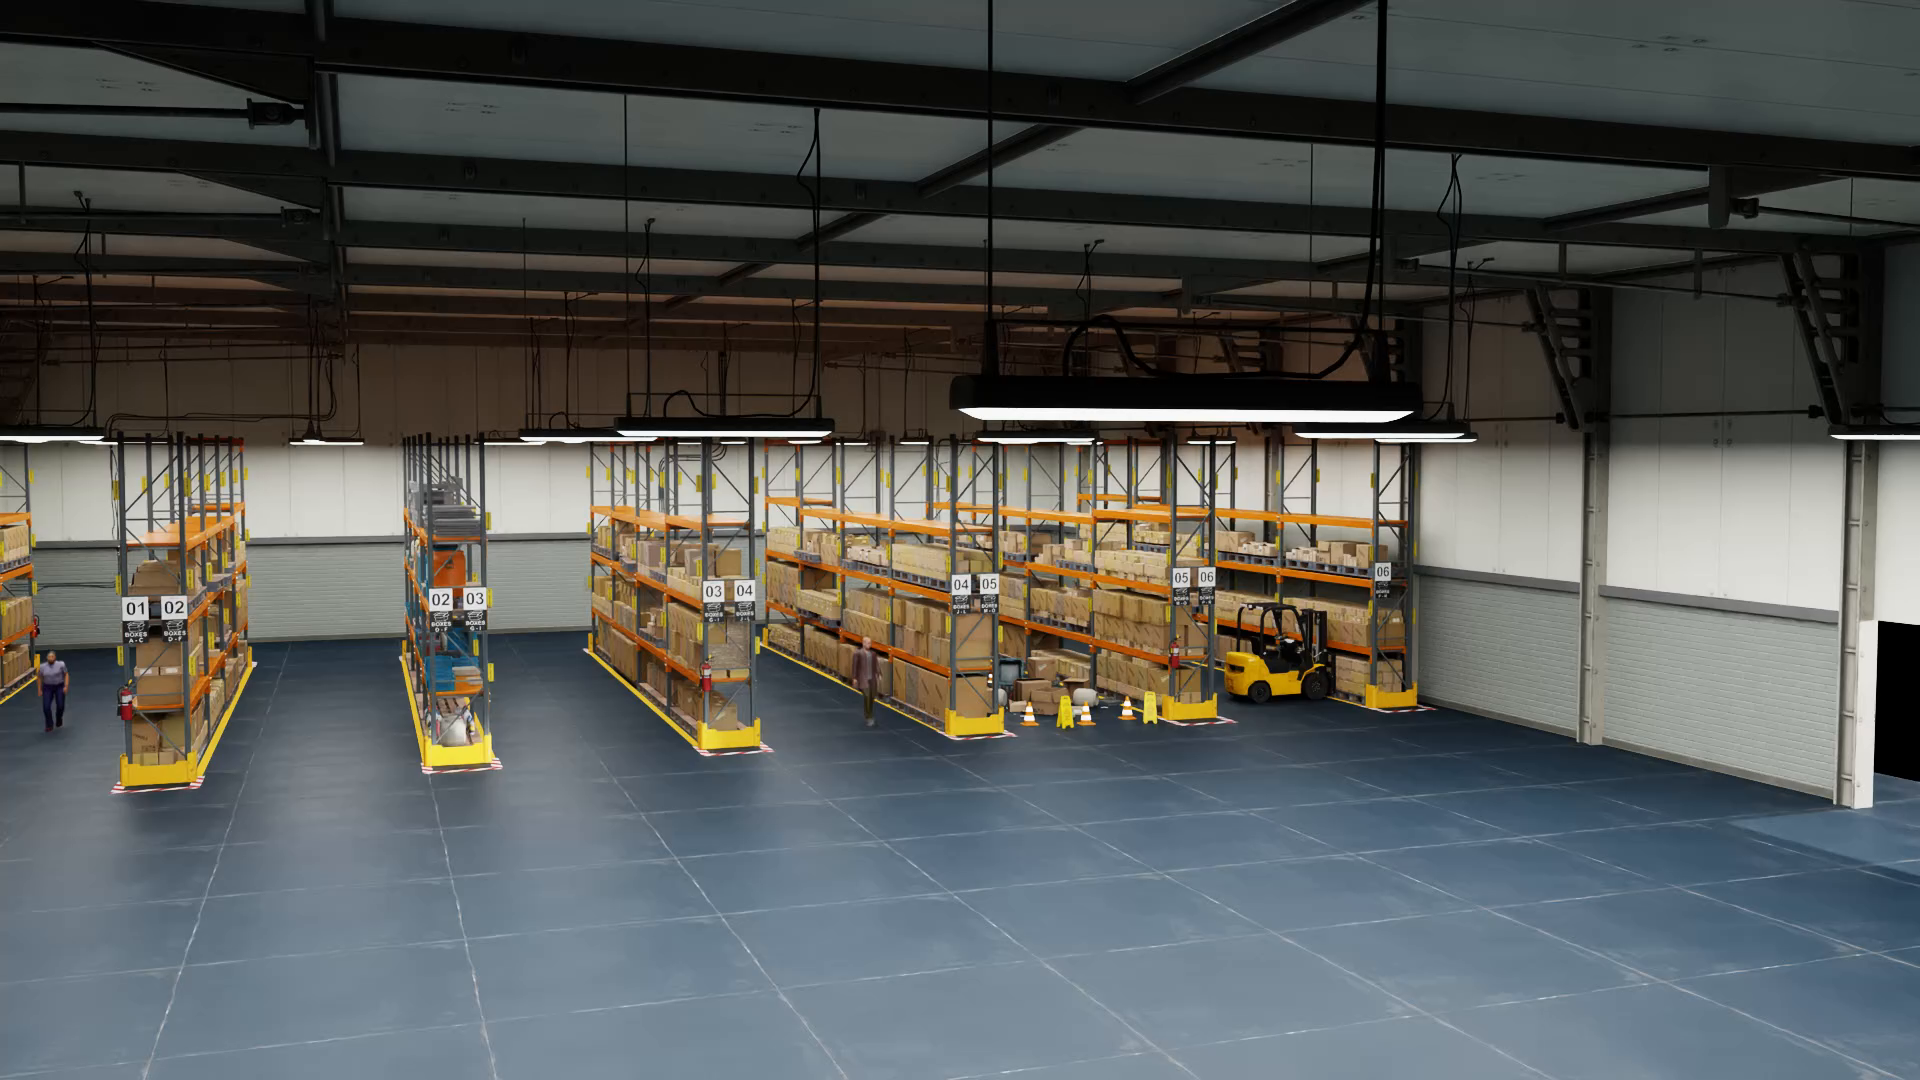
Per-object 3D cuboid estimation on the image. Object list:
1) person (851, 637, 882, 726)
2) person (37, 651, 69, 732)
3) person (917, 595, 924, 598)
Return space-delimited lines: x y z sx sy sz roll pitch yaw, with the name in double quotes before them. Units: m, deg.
"person" -1.868 2.934 34.561 0.608 1.804 0.732 -2 4 -37
"person" -18.438 3.039 33.810 0.571 1.615 0.520 -1 3 -22
"person" -1.049 2.372 44.537 0.591 1.808 0.543 -2 4 -33
